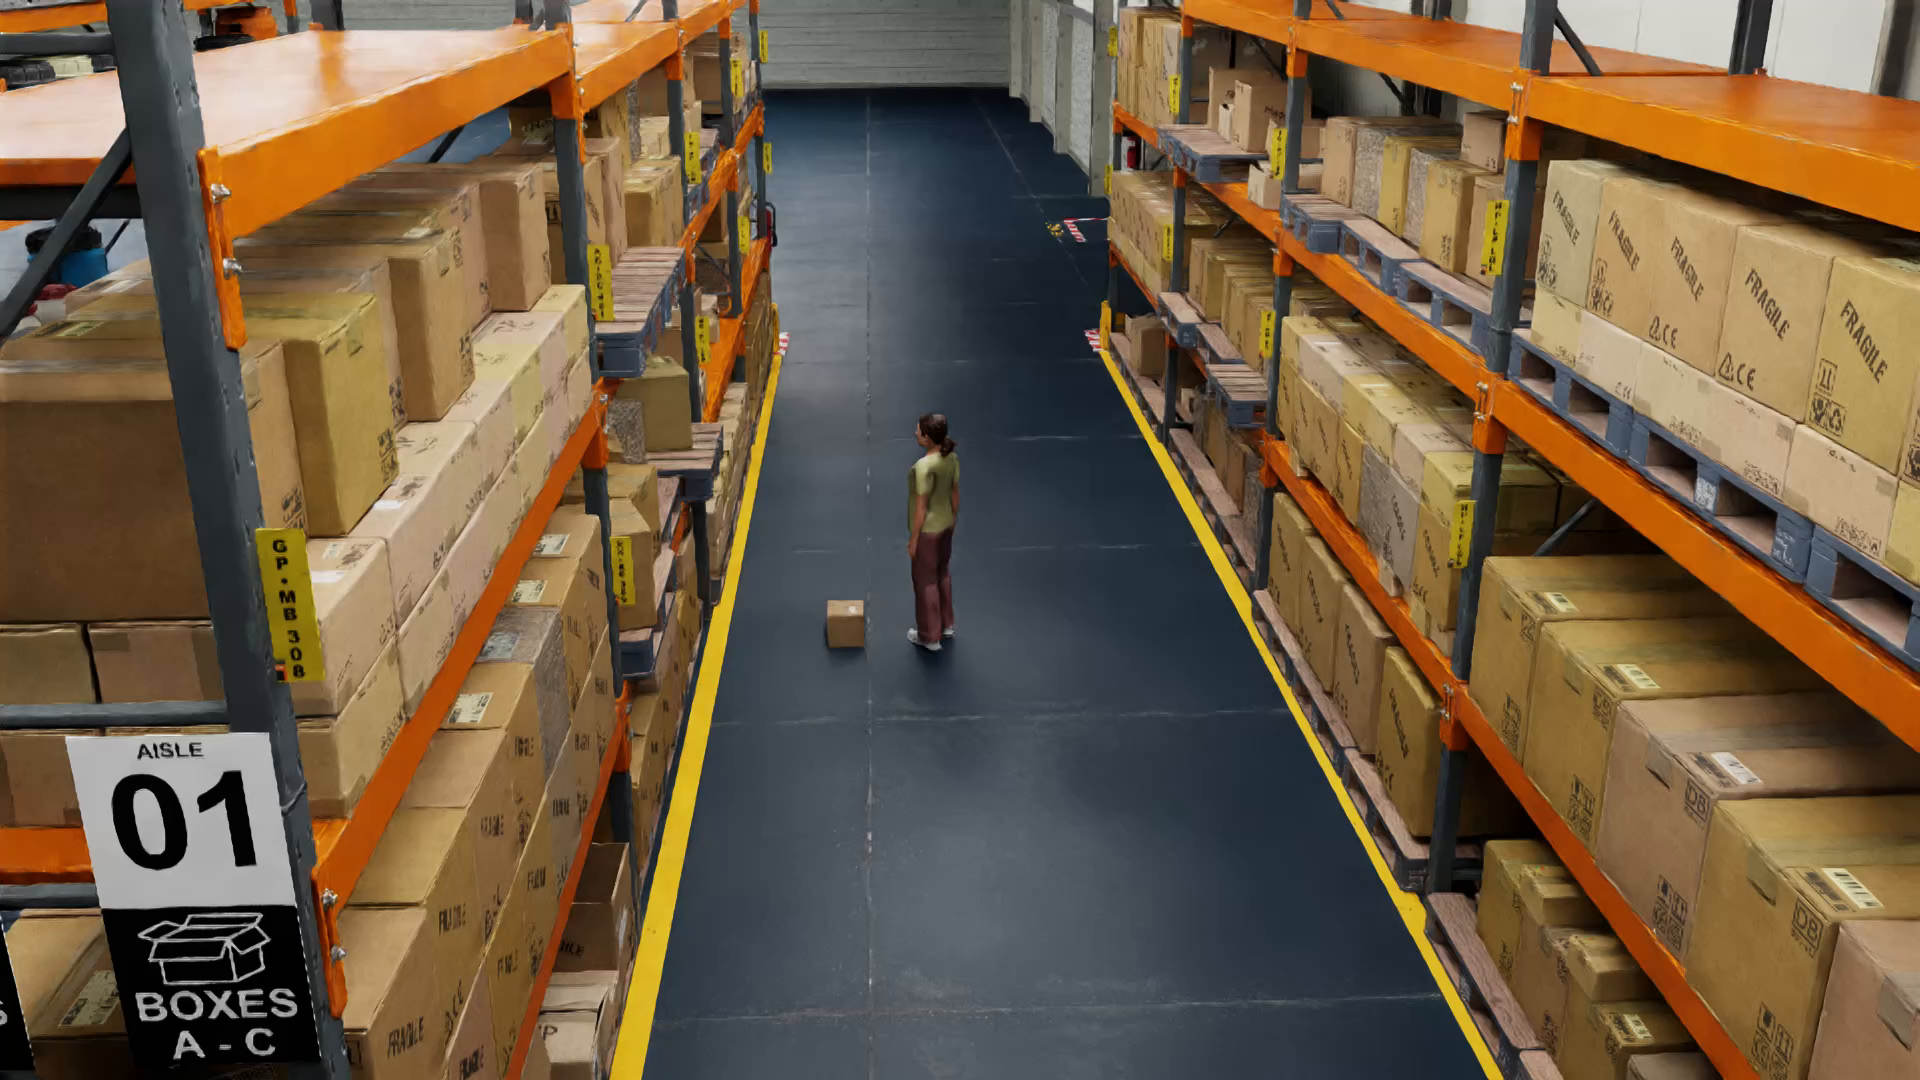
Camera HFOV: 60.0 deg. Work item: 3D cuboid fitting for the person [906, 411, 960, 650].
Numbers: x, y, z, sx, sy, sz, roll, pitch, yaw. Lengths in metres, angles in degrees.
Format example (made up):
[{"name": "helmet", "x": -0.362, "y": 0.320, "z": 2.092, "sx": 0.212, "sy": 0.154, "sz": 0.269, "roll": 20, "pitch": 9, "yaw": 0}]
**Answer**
[{"name": "person", "x": -0.187, "y": -0.079, "z": 11.267, "sx": 0.420, "sy": 1.671, "sz": 0.587, "roll": 12, "pitch": 23, "yaw": 28}]
